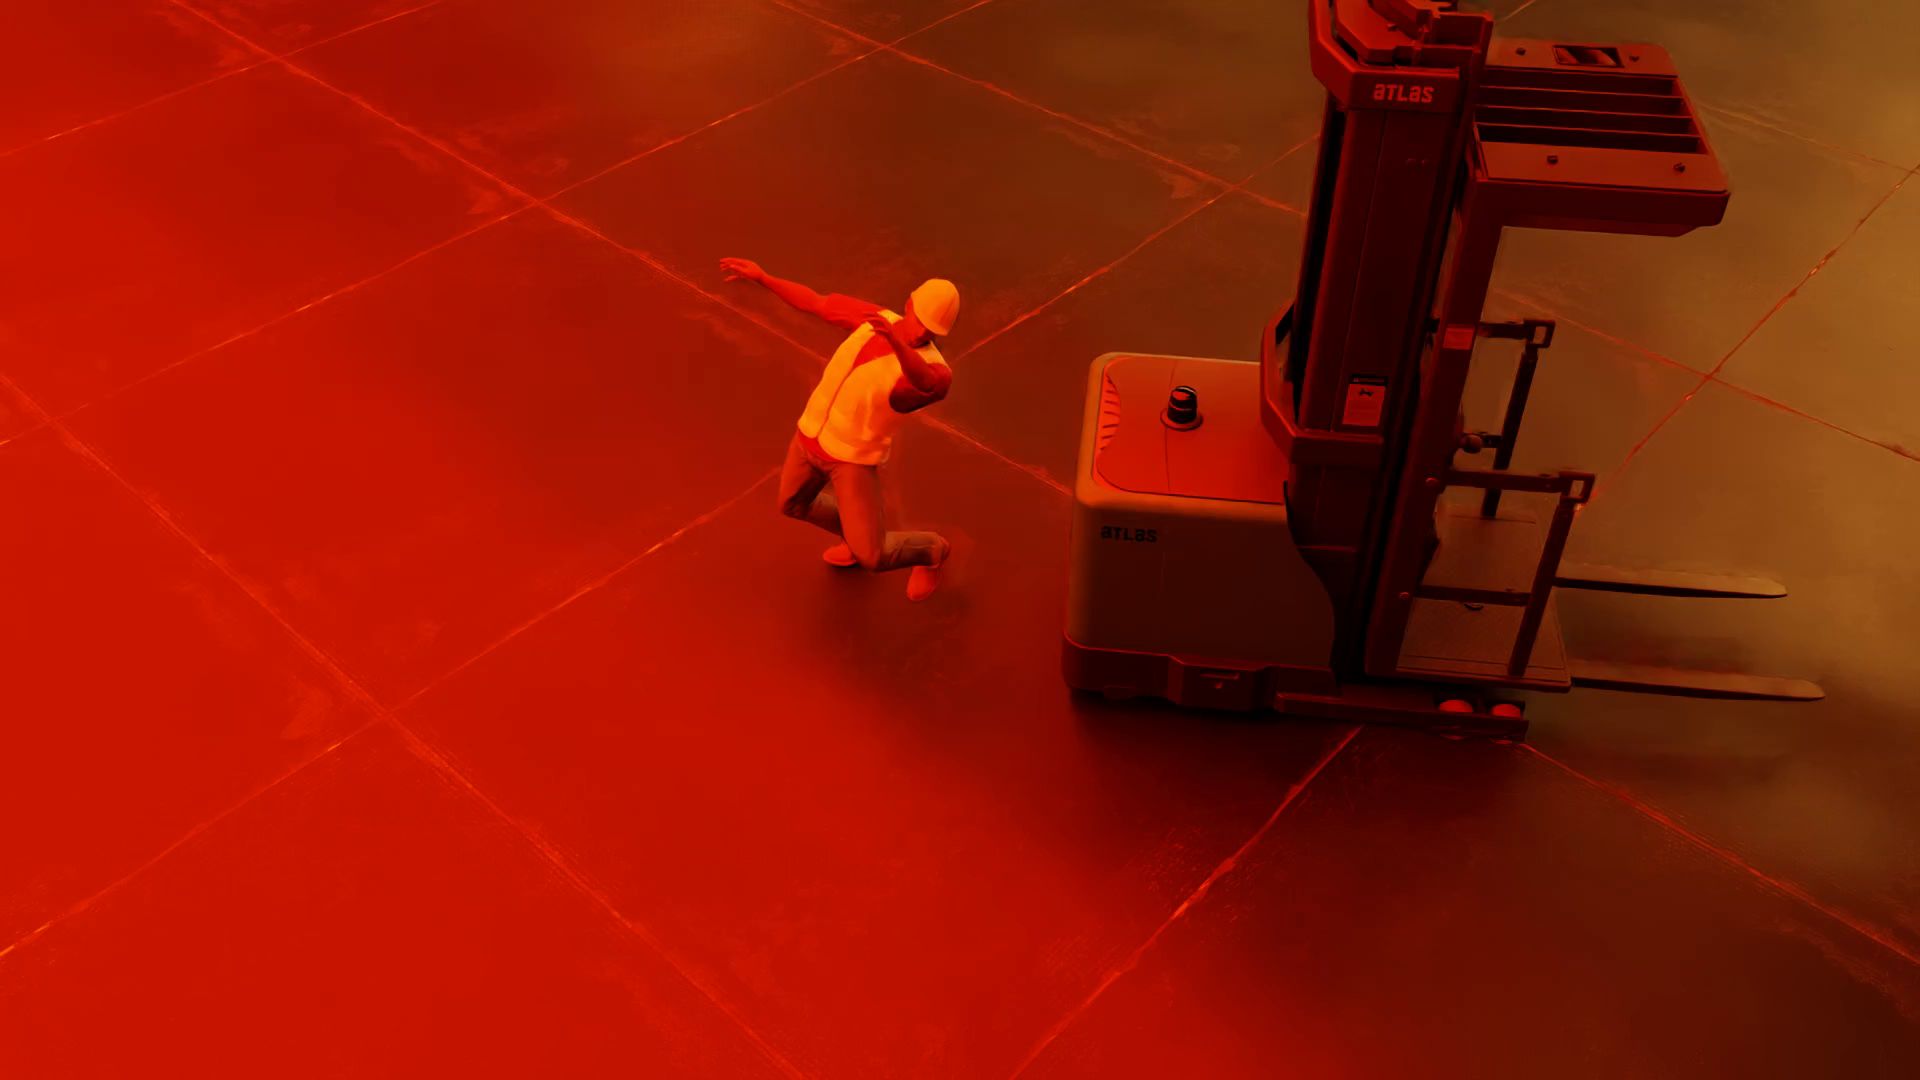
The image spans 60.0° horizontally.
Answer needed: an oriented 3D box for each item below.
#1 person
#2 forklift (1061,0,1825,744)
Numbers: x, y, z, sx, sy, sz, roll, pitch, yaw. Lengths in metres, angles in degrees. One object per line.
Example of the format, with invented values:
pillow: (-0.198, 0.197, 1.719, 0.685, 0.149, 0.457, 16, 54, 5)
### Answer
person: (-0.444, -0.550, 7.050, 0.707, 1.628, 1.085, -31, 50, -31)
forklift: (1.979, -0.659, 6.197, 3.031, 2.935, 1.130, 5, 41, 6)
